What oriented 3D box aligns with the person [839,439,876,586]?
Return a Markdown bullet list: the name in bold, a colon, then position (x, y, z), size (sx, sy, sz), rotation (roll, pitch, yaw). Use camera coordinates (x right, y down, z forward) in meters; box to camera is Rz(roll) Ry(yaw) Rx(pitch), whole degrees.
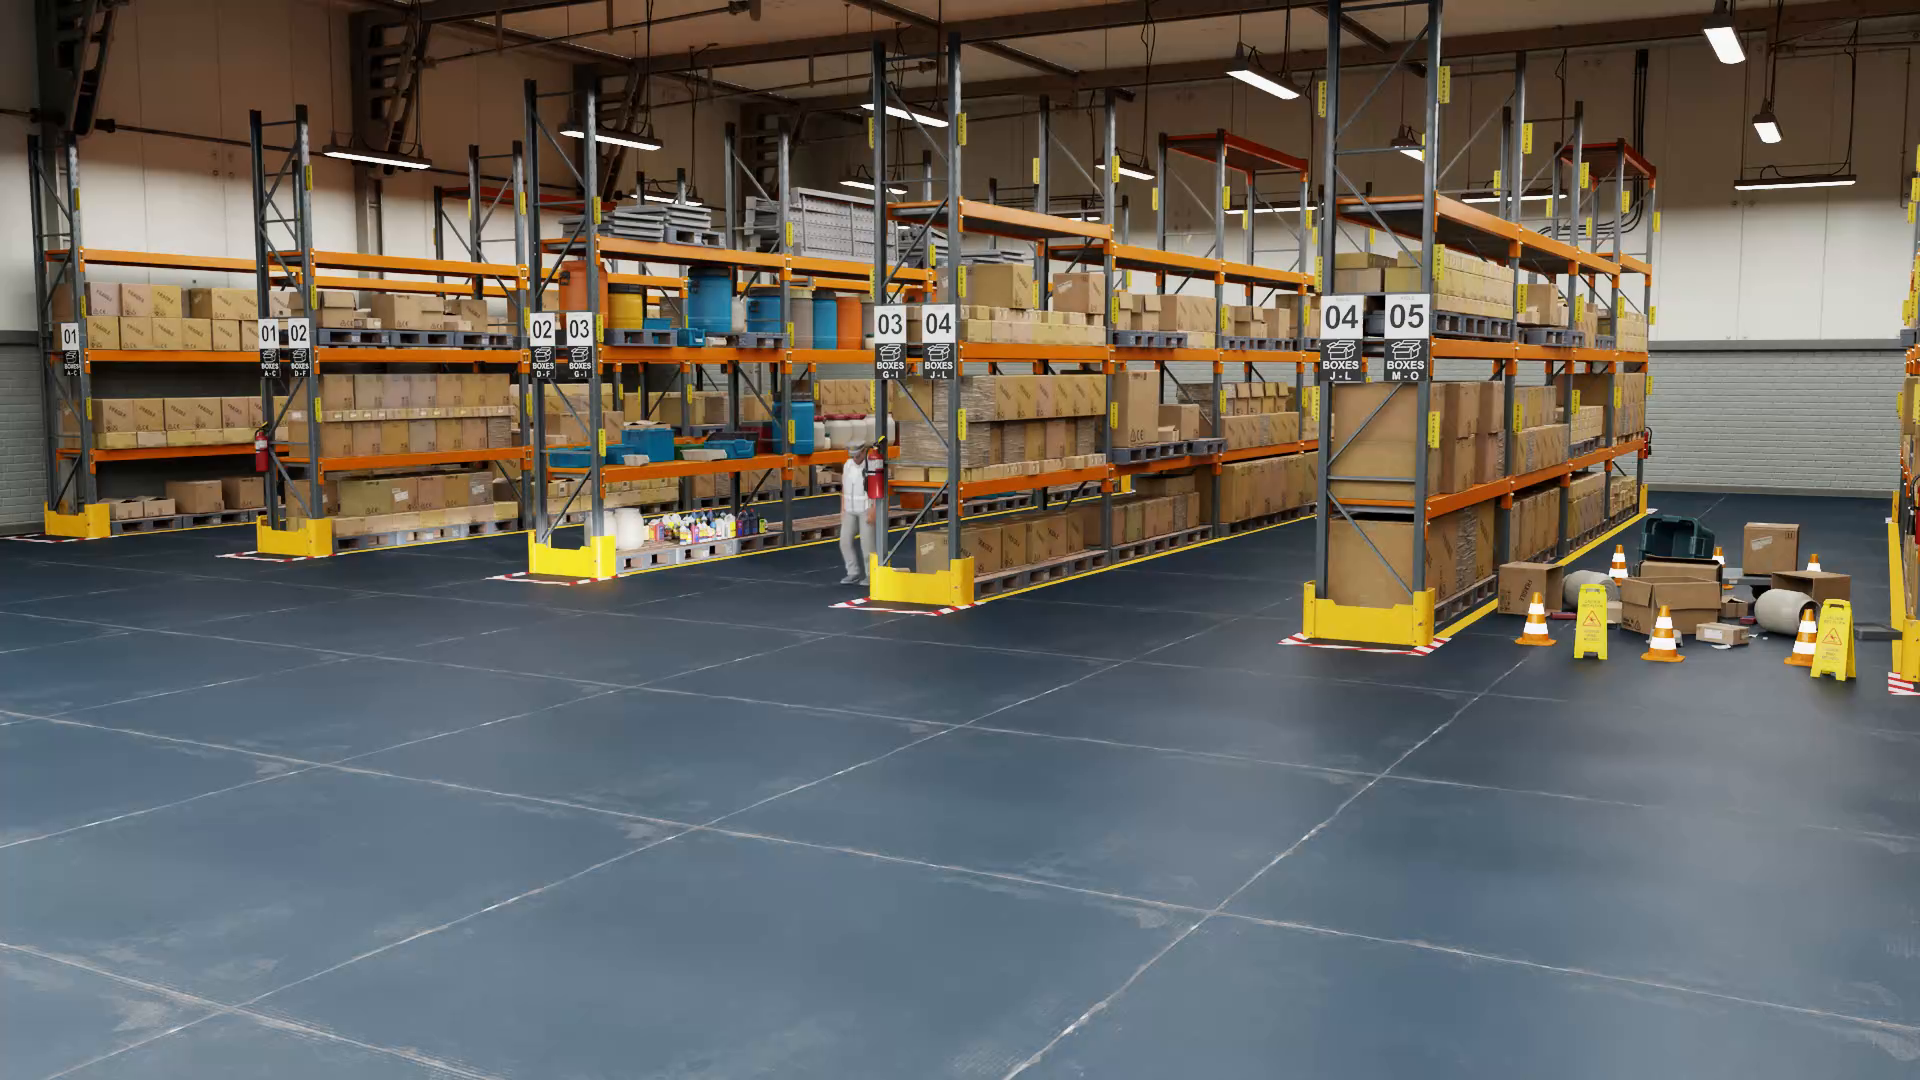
- **person**: position (-1.158, -0.330, 19.562), size (0.553, 1.710, 0.475), rotation (3, 7, 30)
